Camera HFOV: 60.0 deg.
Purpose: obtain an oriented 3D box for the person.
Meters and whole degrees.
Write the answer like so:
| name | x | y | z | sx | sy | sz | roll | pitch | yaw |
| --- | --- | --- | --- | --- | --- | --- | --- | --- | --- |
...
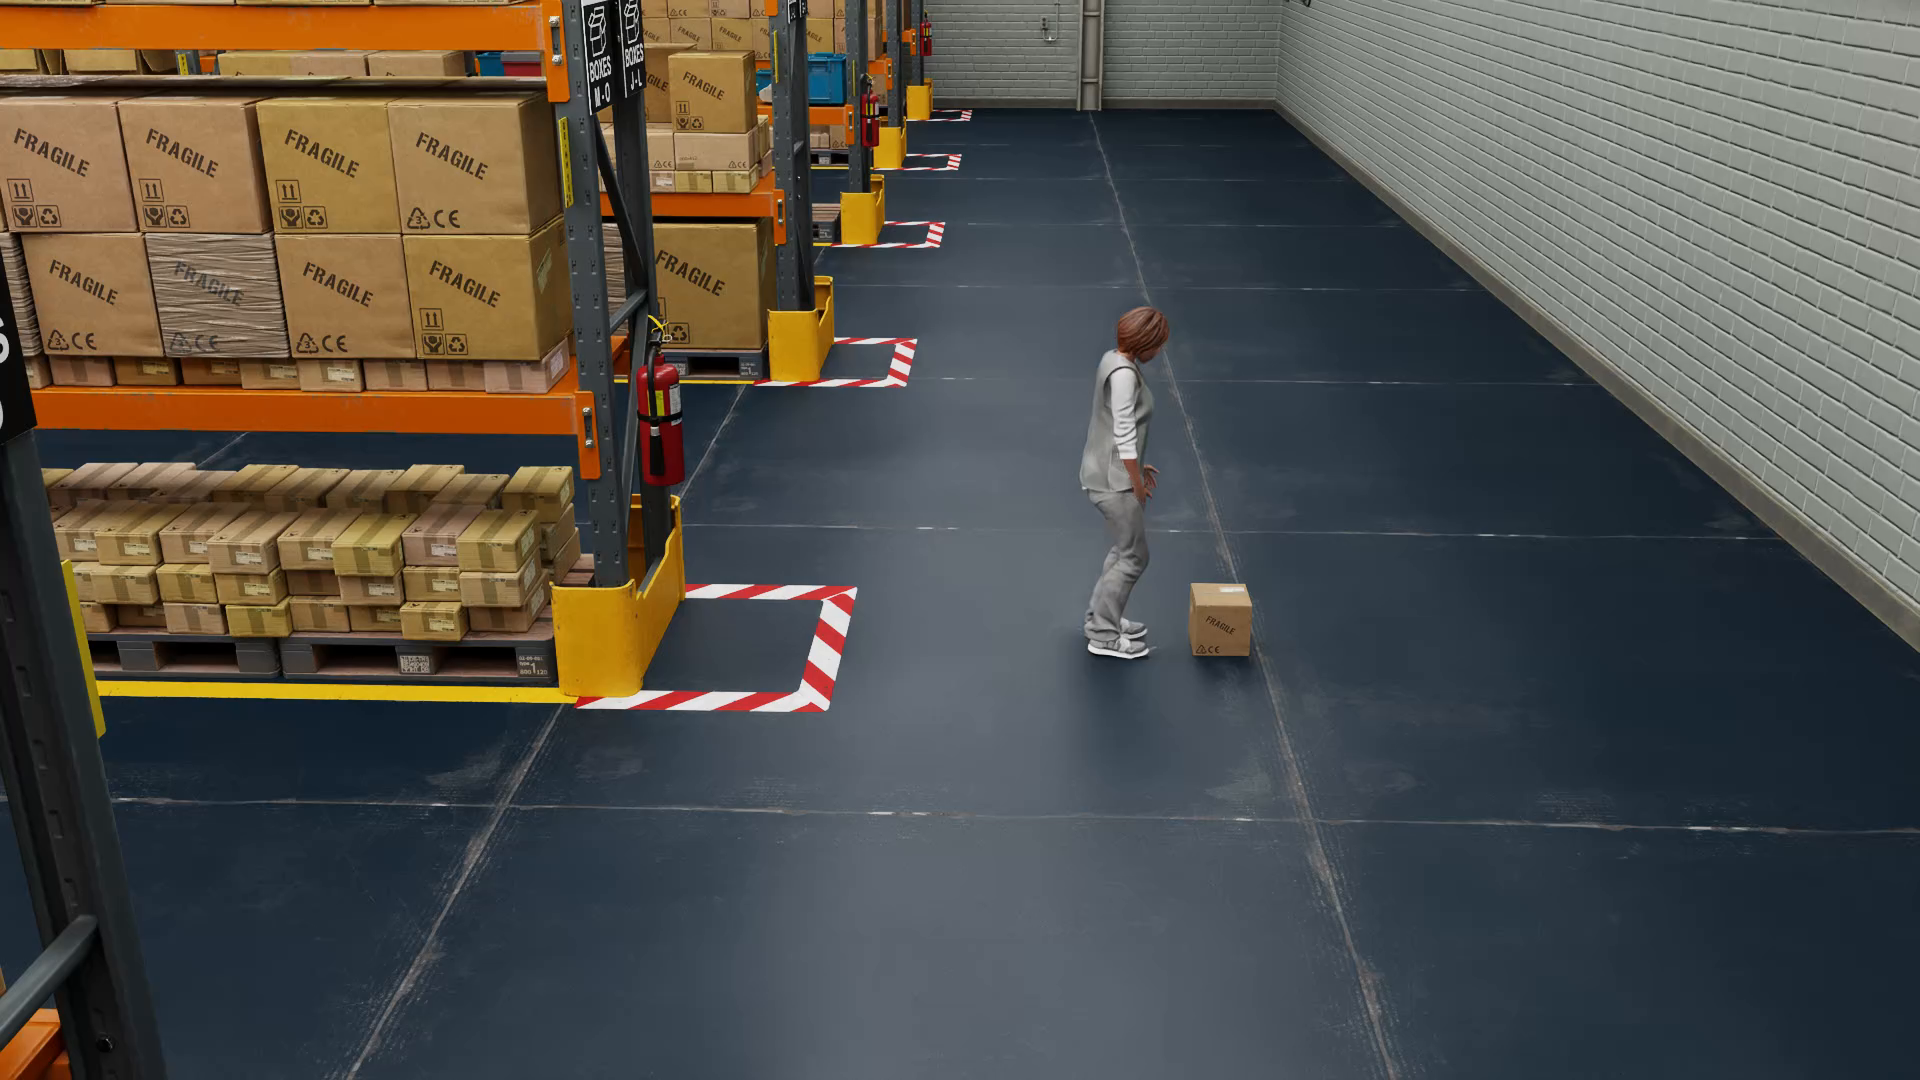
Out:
| name | x | y | z | sx | sy | sz | roll | pitch | yaw |
| --- | --- | --- | --- | --- | --- | --- | --- | --- | --- |
| person | 0.710 | -0.252 | 7.330 | 0.368 | 1.550 | 0.423 | 1 | 21 | 3 |
